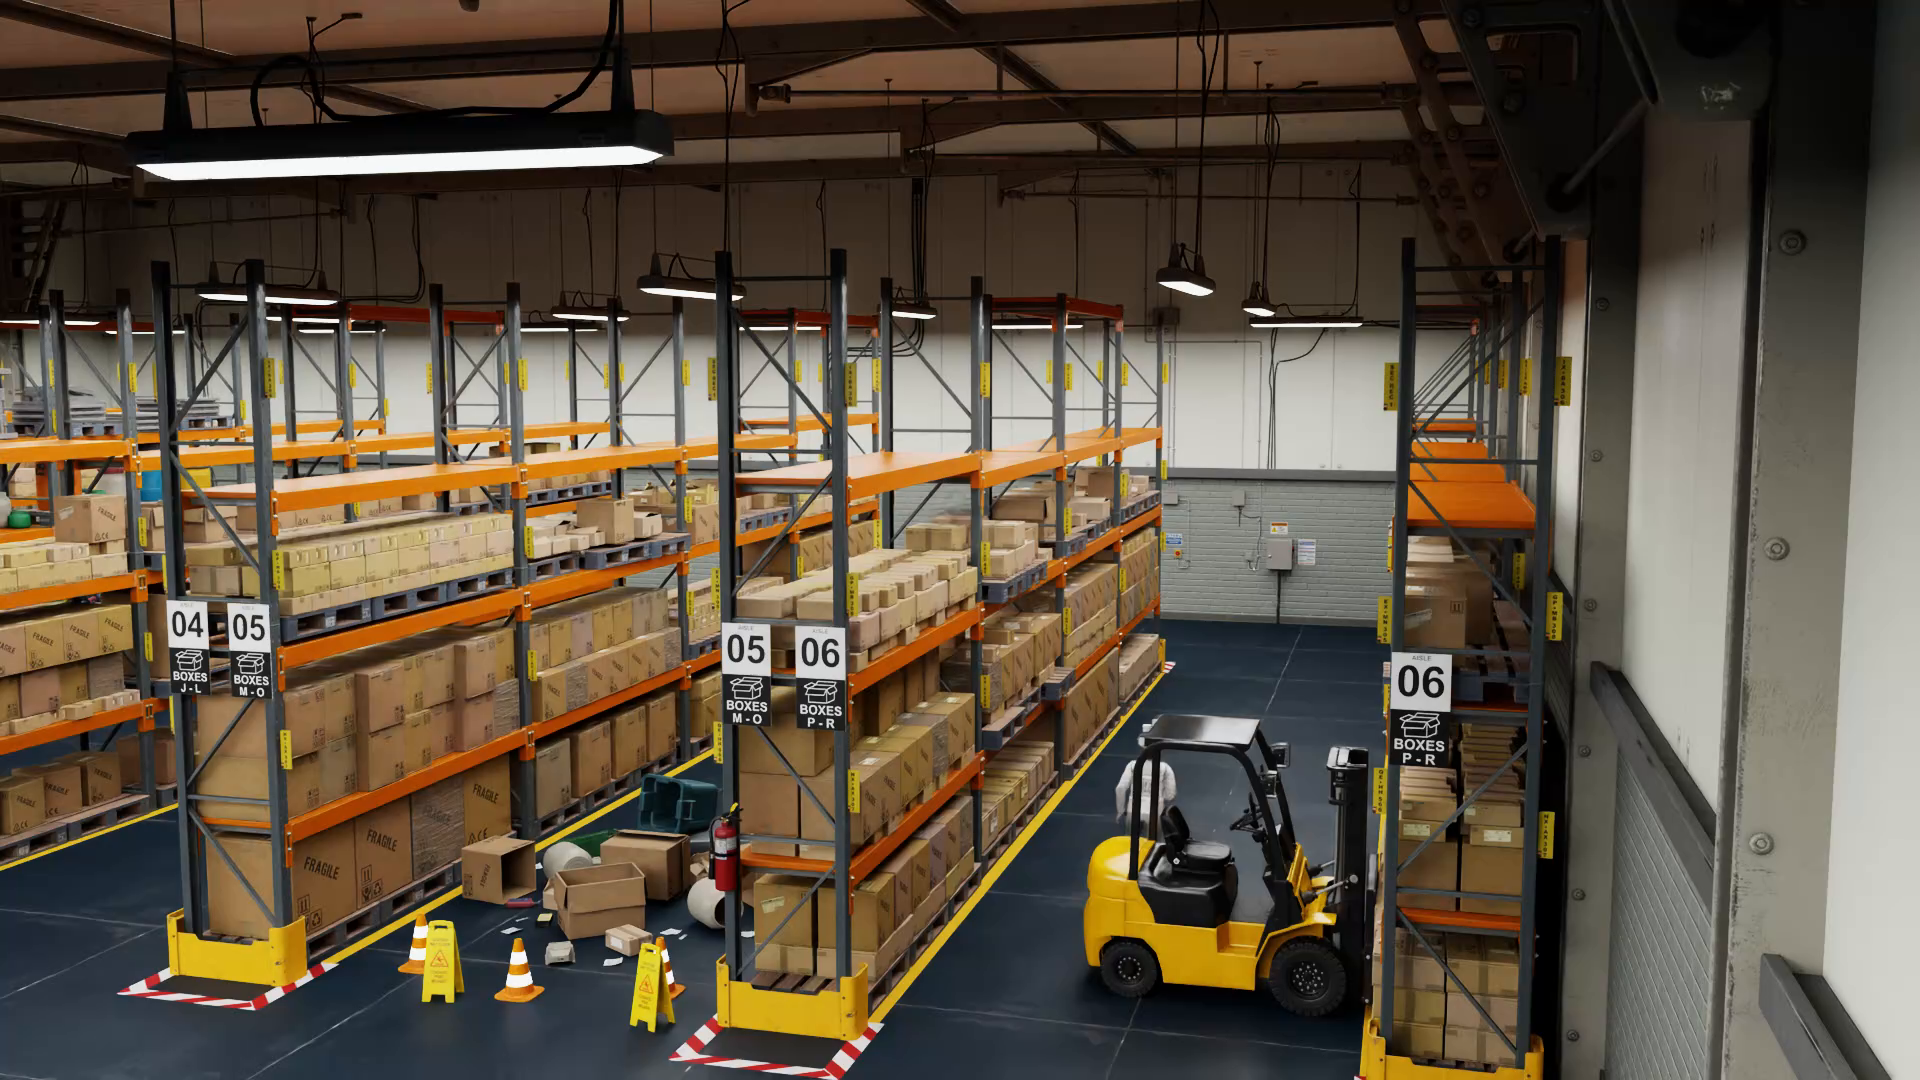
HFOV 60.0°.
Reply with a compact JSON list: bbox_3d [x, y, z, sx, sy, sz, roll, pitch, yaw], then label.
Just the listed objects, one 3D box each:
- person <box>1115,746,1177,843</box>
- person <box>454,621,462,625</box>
[{"bbox_3d":[1.812,2.670,16.193,0.569,1.599,0.708,2,6,16],"label":"person"},{"bbox_3d":[-6.901,1.884,22.680,0.708,1.717,1.103,2,6,17],"label":"person"}]
